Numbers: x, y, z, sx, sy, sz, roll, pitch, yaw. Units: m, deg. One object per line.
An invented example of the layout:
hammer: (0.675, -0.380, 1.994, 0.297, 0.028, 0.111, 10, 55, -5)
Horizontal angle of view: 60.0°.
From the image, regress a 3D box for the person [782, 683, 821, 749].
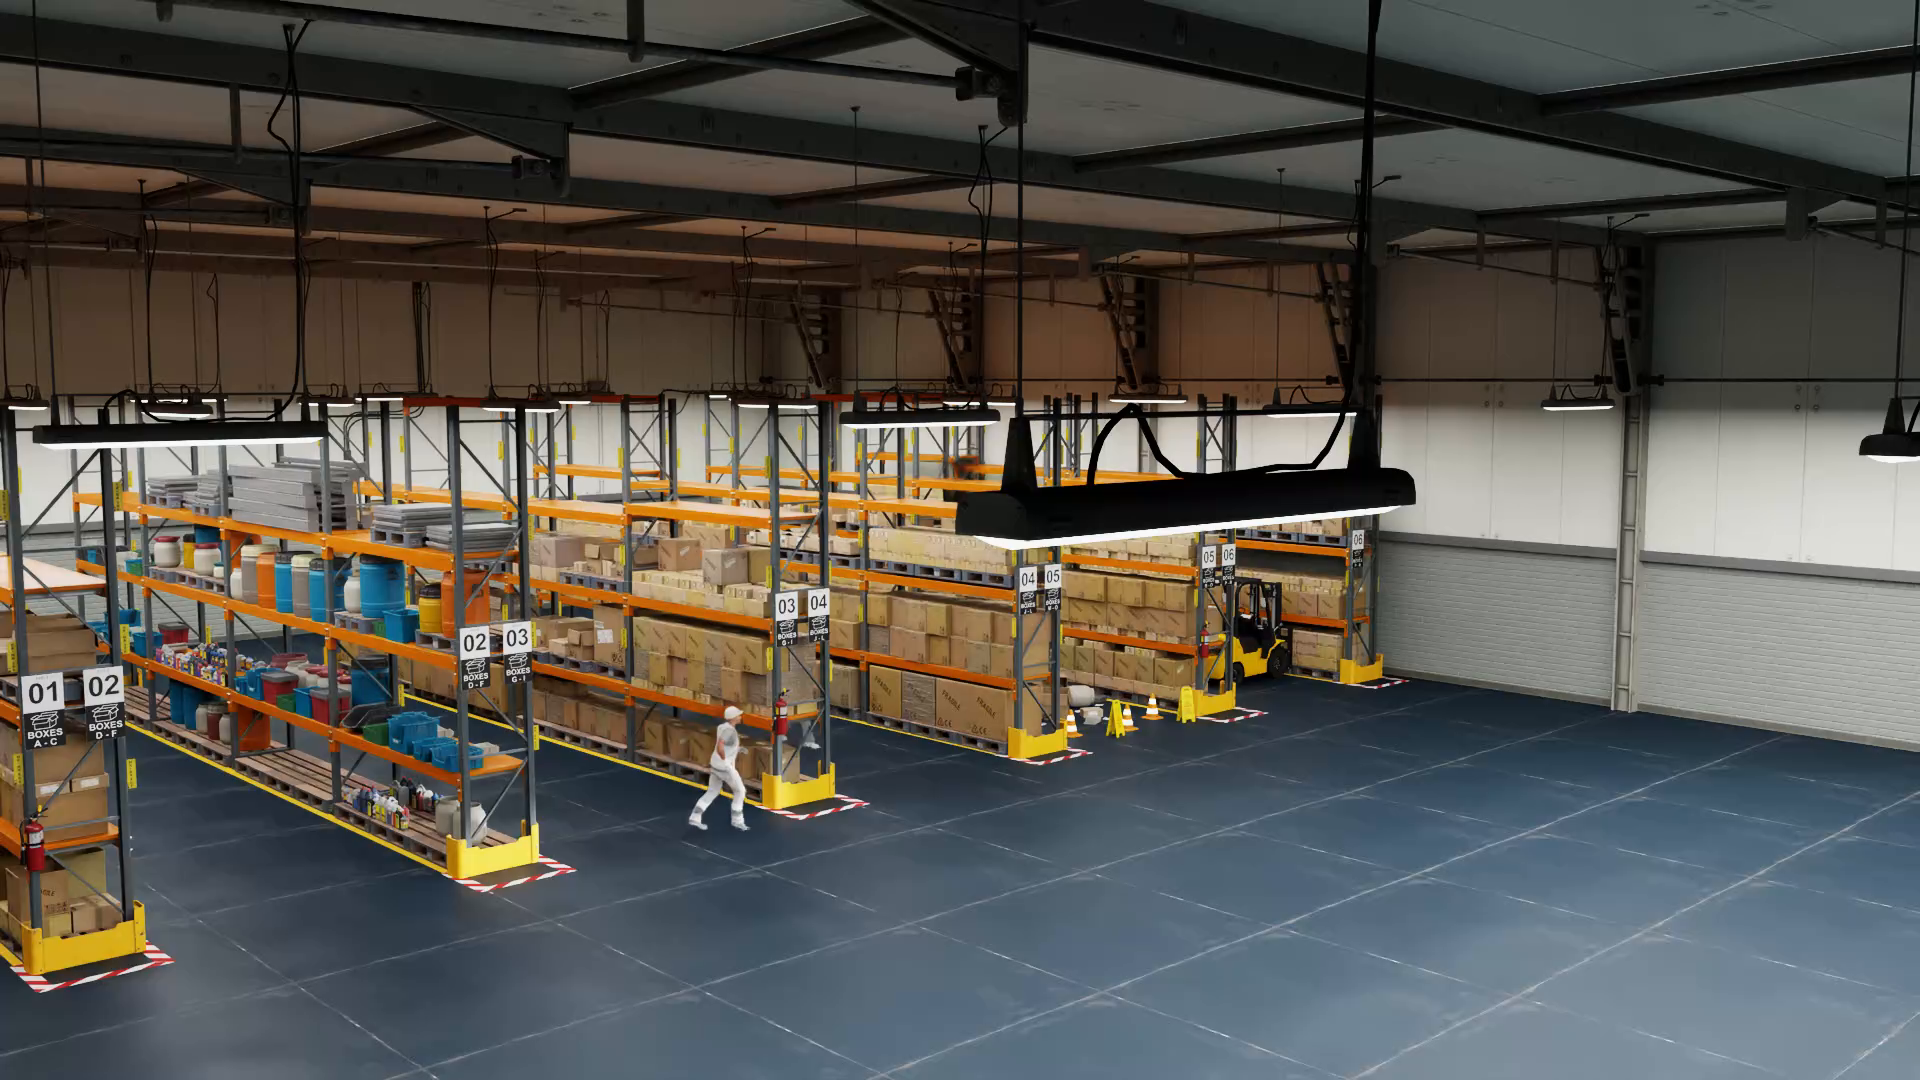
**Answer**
person: (-2.808, 2.729, 28.655, 0.956, 1.666, 0.534, 2, 6, 22)

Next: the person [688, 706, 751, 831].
person: (-3.360, 3.220, 23.200, 0.908, 1.796, 0.683, -3, 6, -25)
